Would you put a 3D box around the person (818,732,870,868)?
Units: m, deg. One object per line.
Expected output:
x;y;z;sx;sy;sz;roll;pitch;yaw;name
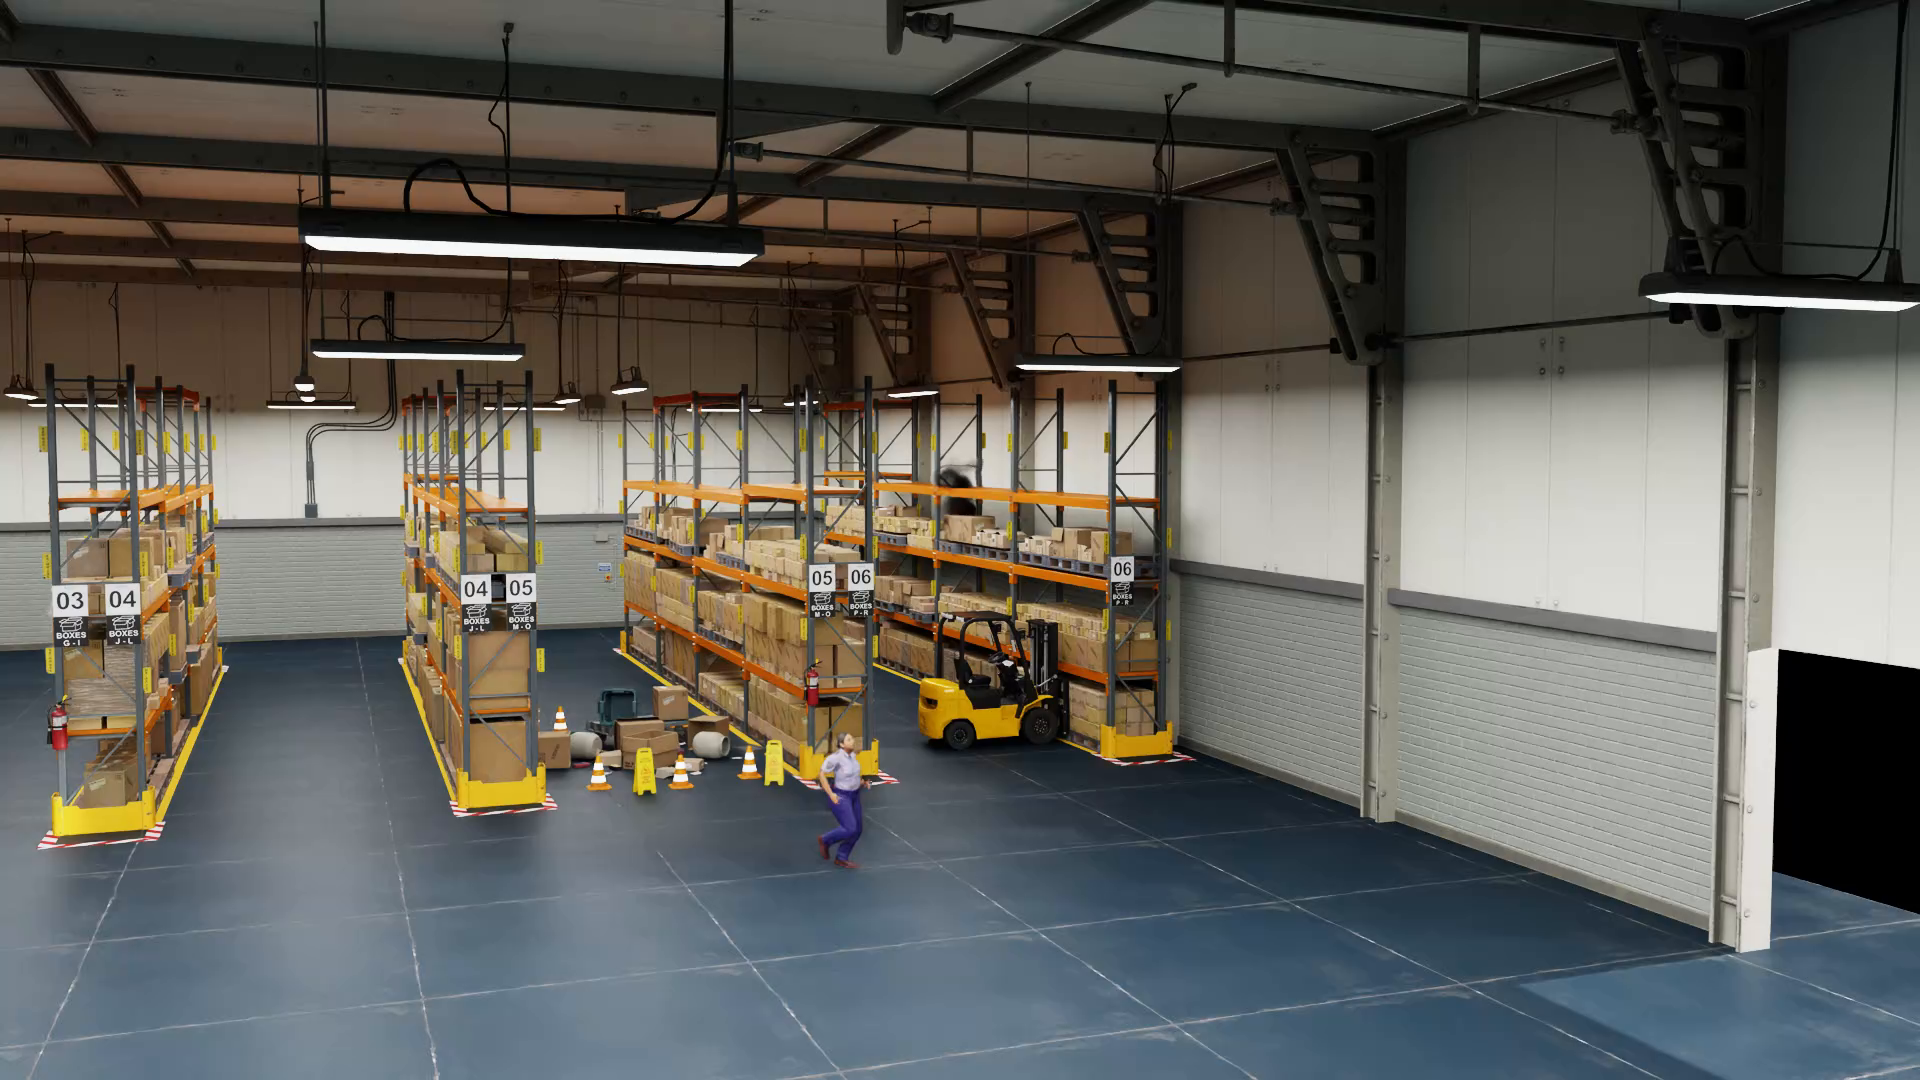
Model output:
-1.352;3.062;19.571;0.559;1.612;0.634;2;4;30;person
